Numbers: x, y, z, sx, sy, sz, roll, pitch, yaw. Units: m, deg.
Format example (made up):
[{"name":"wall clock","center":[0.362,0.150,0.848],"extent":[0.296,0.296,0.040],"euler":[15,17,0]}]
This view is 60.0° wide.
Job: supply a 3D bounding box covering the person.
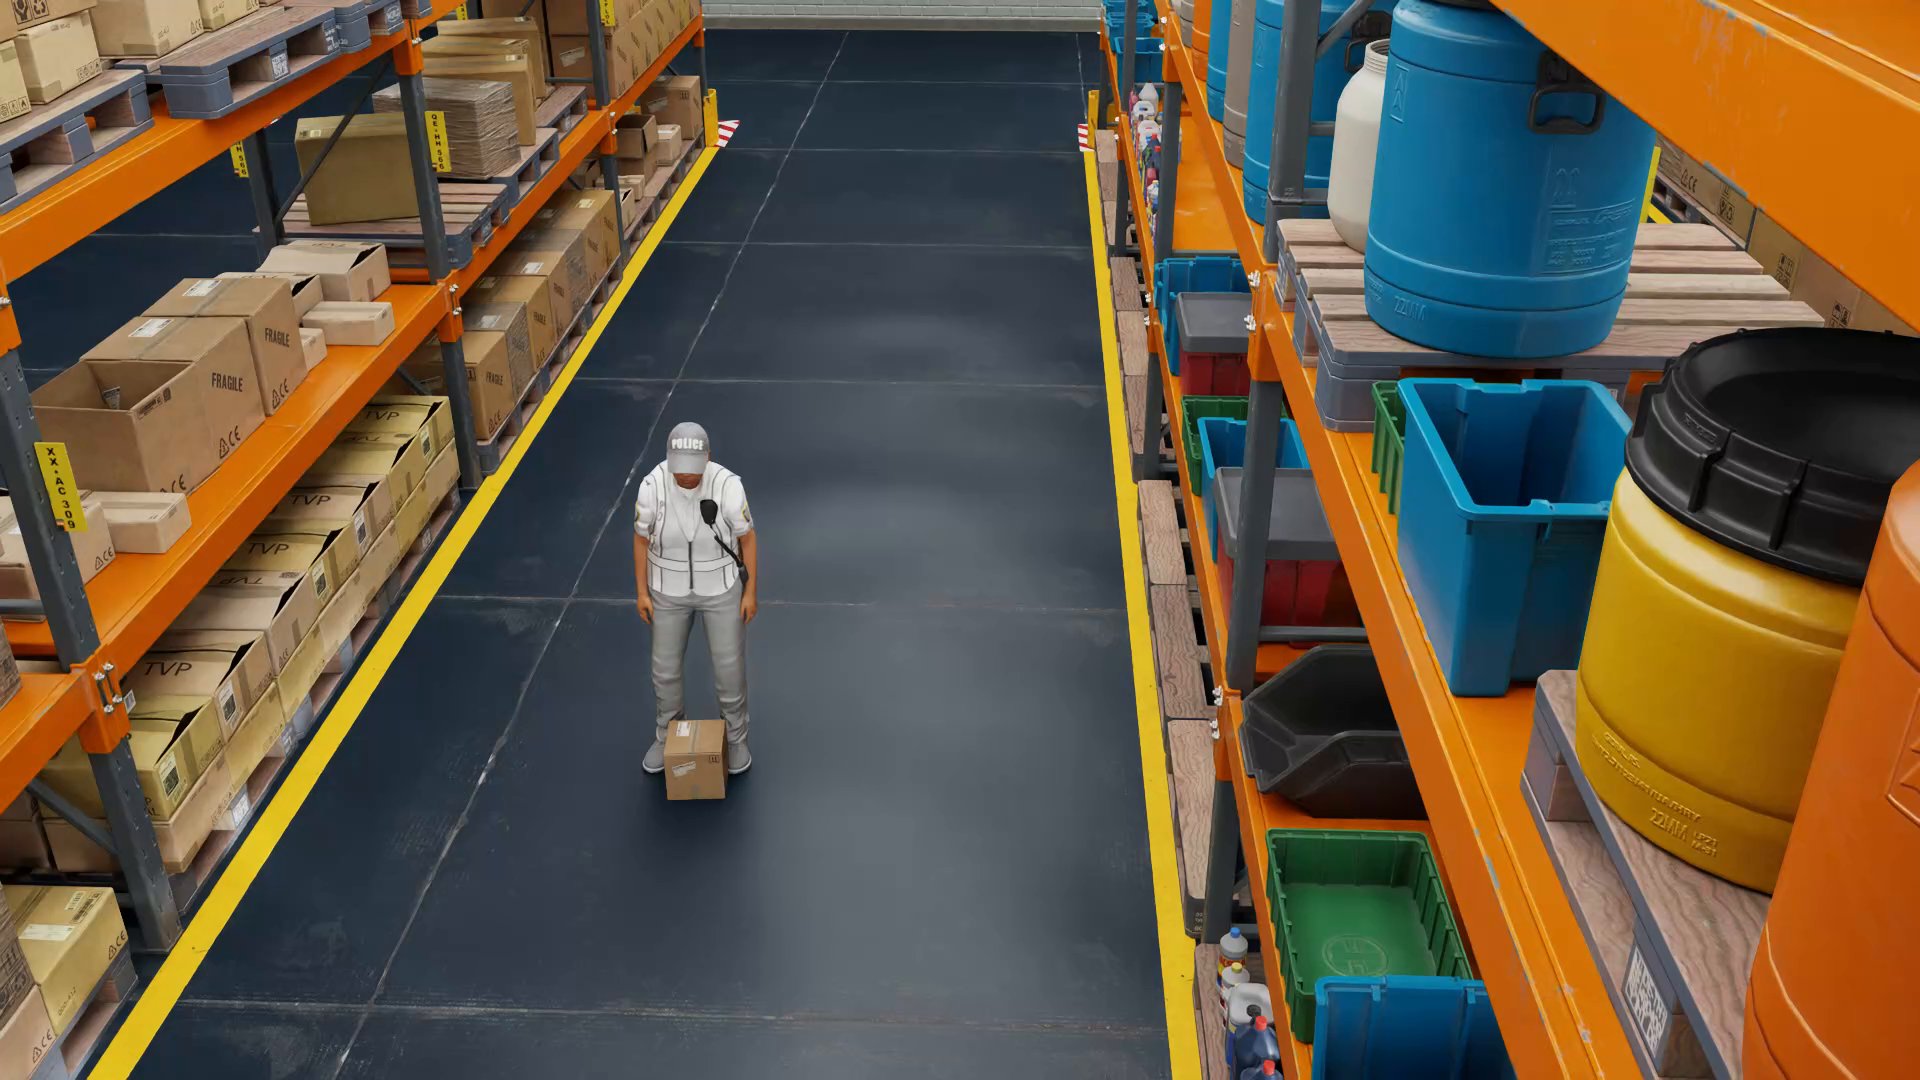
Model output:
[{"name":"person","center":[-1.148,0.239,7.169],"extent":[0.558,1.665,0.468],"euler":[-1,28,-1]}]
